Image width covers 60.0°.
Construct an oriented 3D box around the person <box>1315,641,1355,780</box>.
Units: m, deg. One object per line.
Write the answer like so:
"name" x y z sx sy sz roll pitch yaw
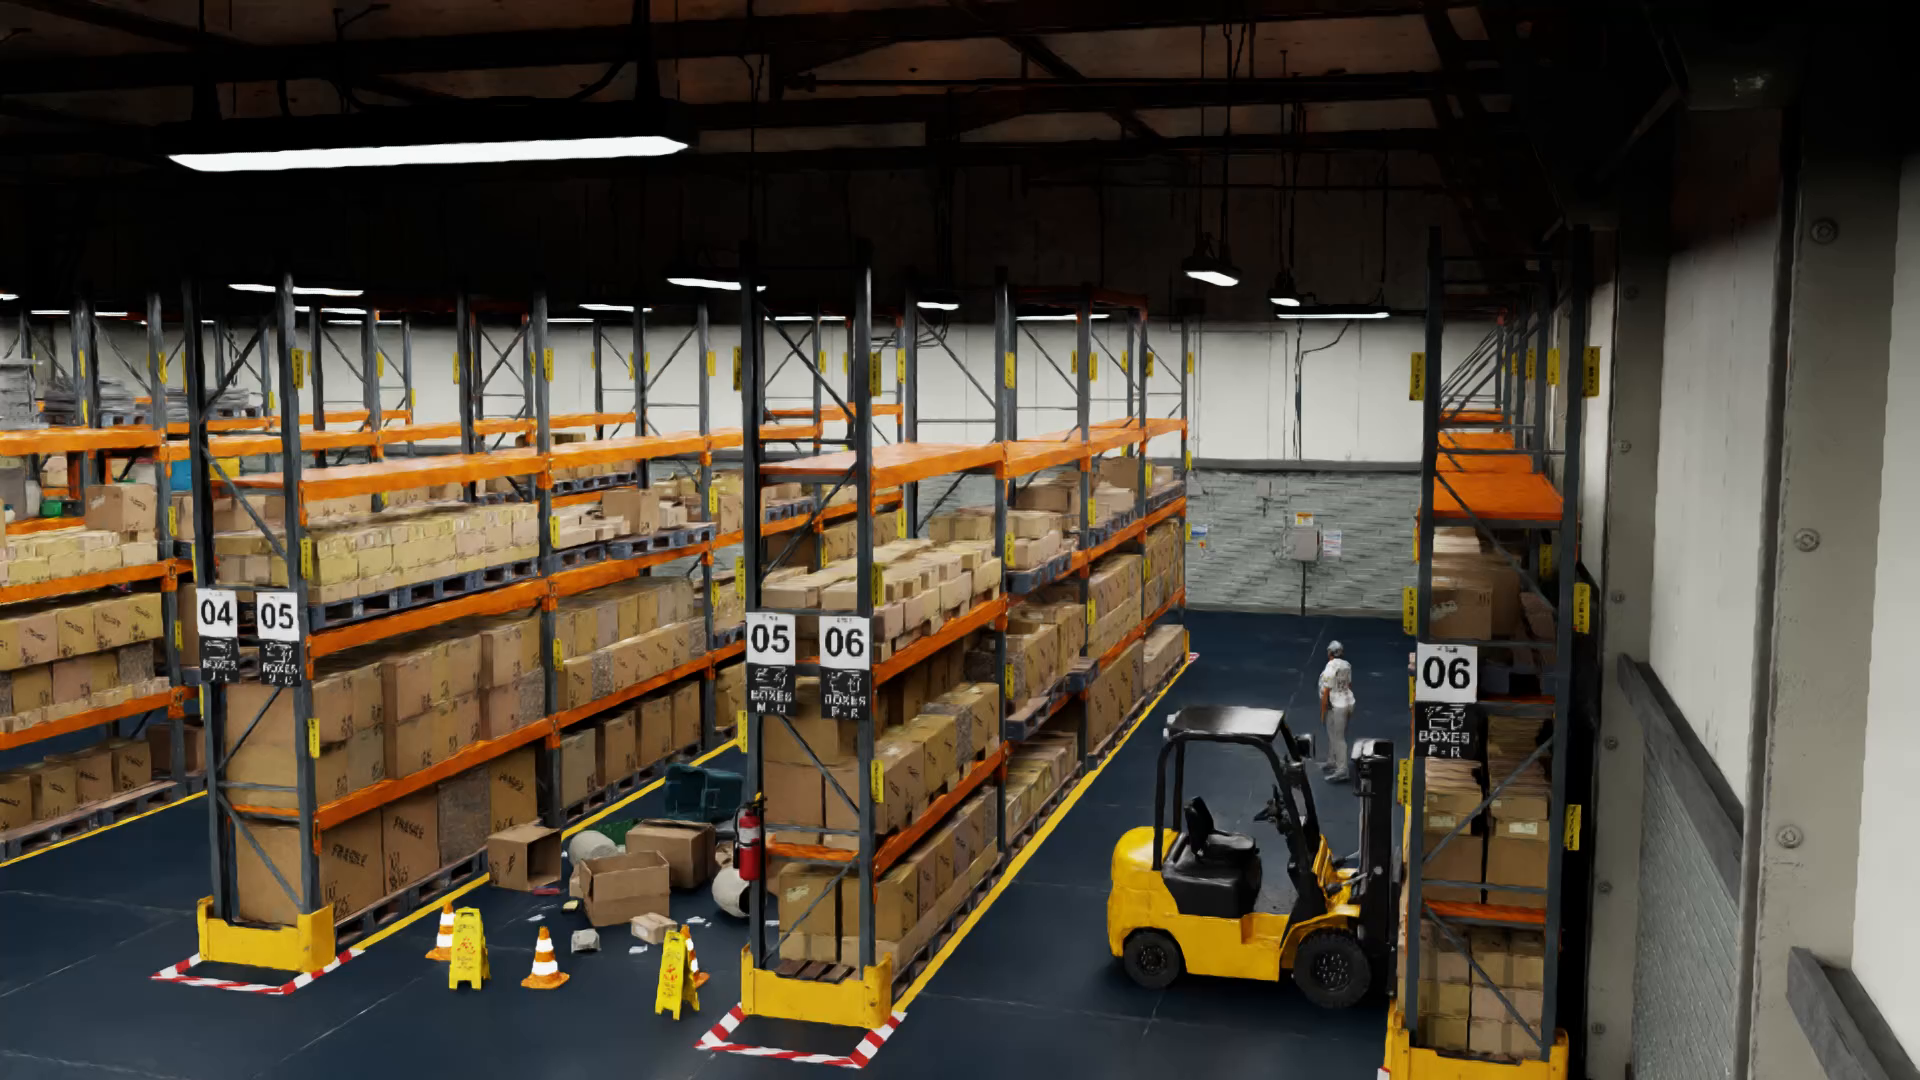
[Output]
"person" 4.585 2.053 20.390 0.560 1.657 0.577 5 8 38
